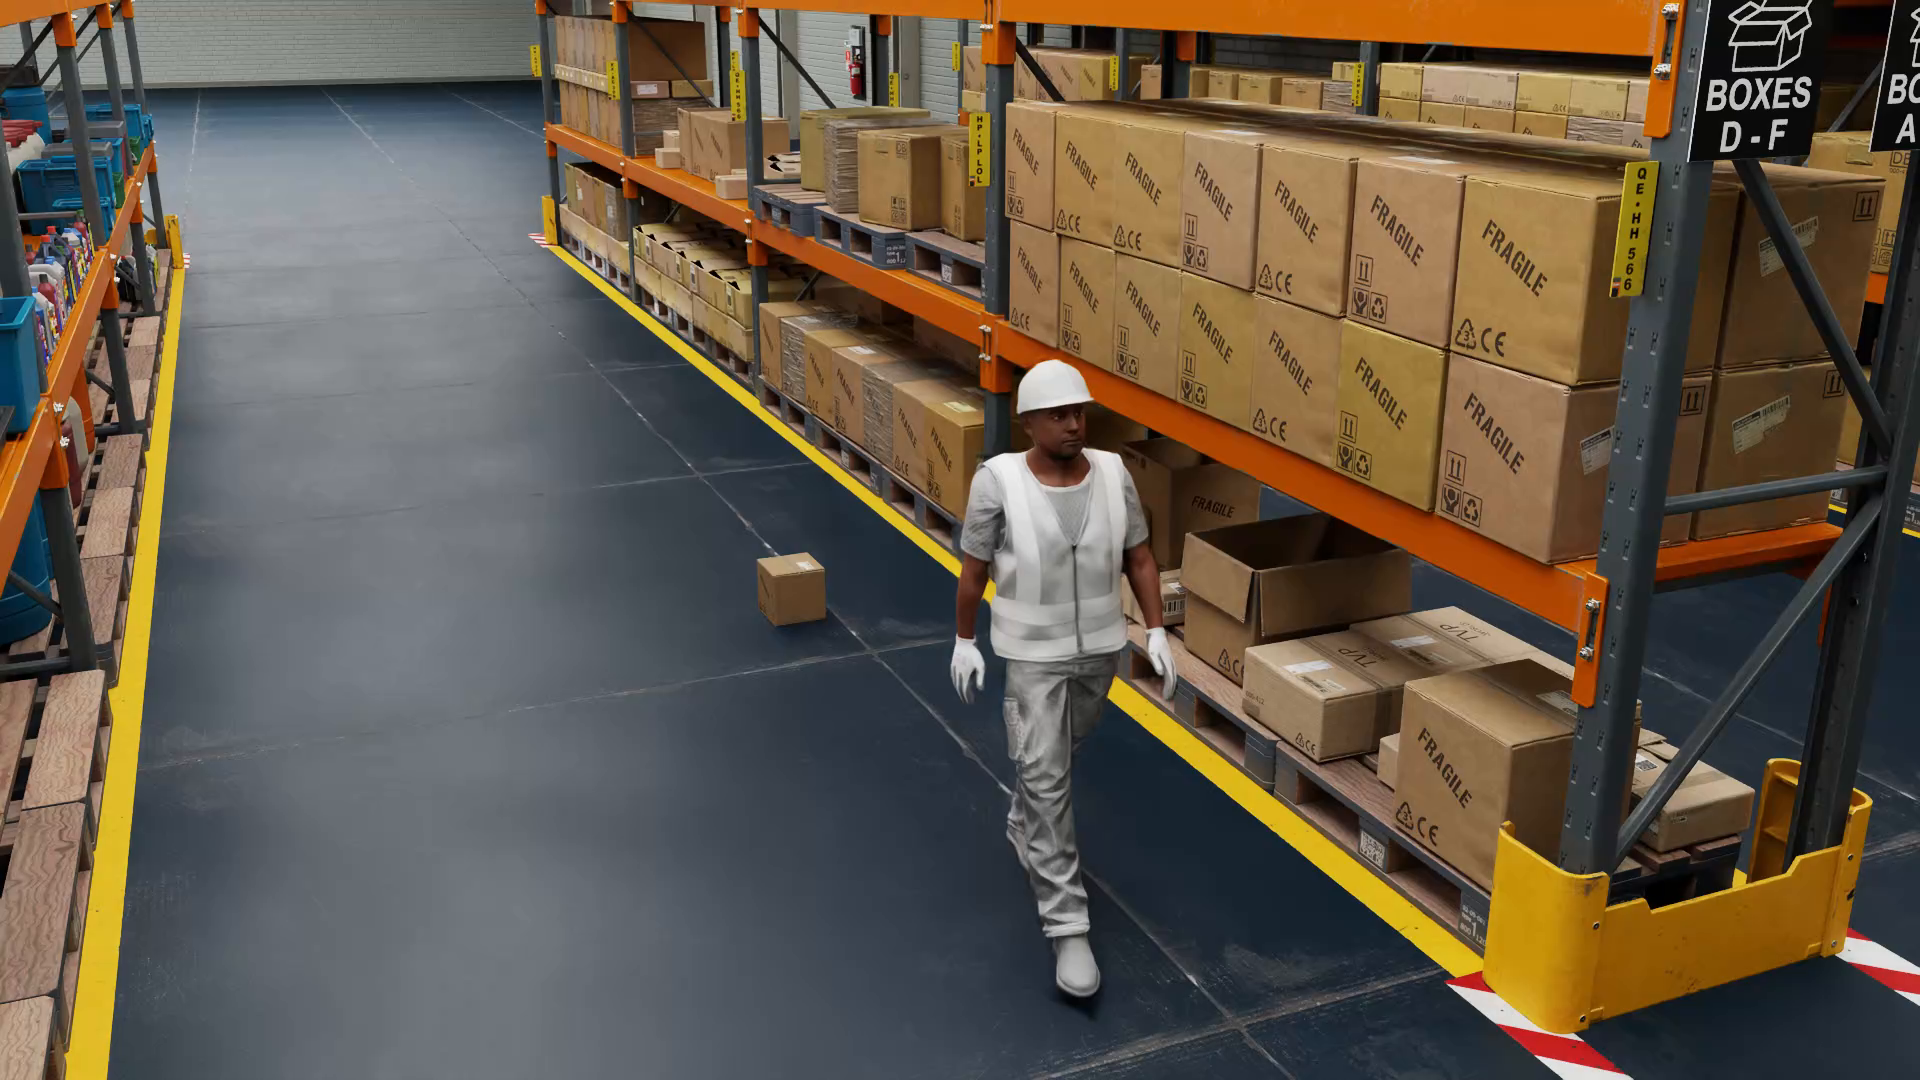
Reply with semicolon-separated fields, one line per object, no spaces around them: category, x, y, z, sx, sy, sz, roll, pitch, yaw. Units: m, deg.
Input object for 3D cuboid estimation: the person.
person;0.338;0.341;4.967;0.599;1.733;0.965;-7;20;-20
